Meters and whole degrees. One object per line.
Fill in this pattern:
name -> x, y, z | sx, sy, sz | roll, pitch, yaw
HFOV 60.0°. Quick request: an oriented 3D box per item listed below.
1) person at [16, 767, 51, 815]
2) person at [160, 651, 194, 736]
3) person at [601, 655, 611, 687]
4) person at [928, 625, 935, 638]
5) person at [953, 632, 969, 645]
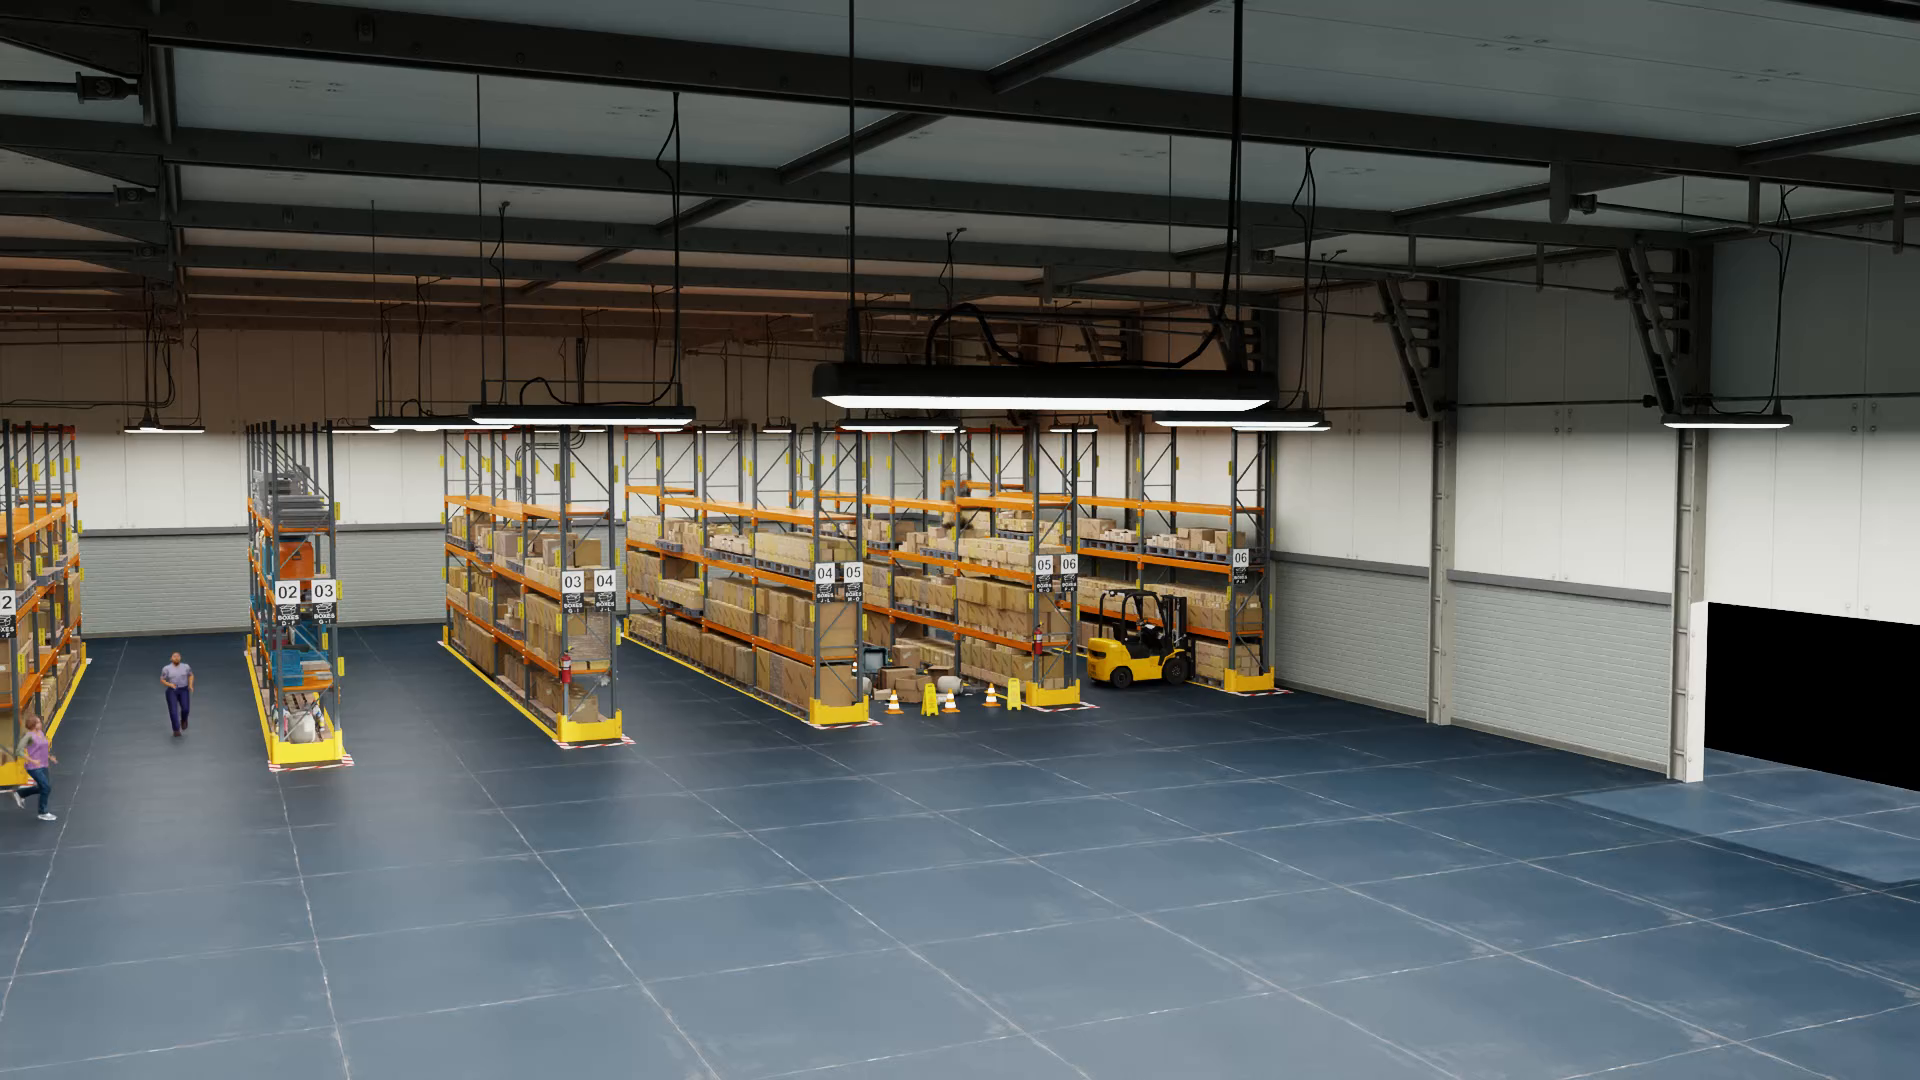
person -> -13.847, 3.679, 24.836 | 0.571, 0.838, 0.333 | 0, 4, 0
person -> -14.943, 2.936, 31.783 | 0.599, 1.608, 0.539 | -2, 4, -31
person -> -8.146, 2.576, 38.395 | 0.604, 1.607, 0.786 | -1, 4, -22
person -> -0.900, 2.000, 45.670 | 0.642, 1.693, 0.869 | -1, 4, -21
person -> 0.076, 2.260, 43.207 | 0.685, 1.540, 0.888 | -1, 4, -21
